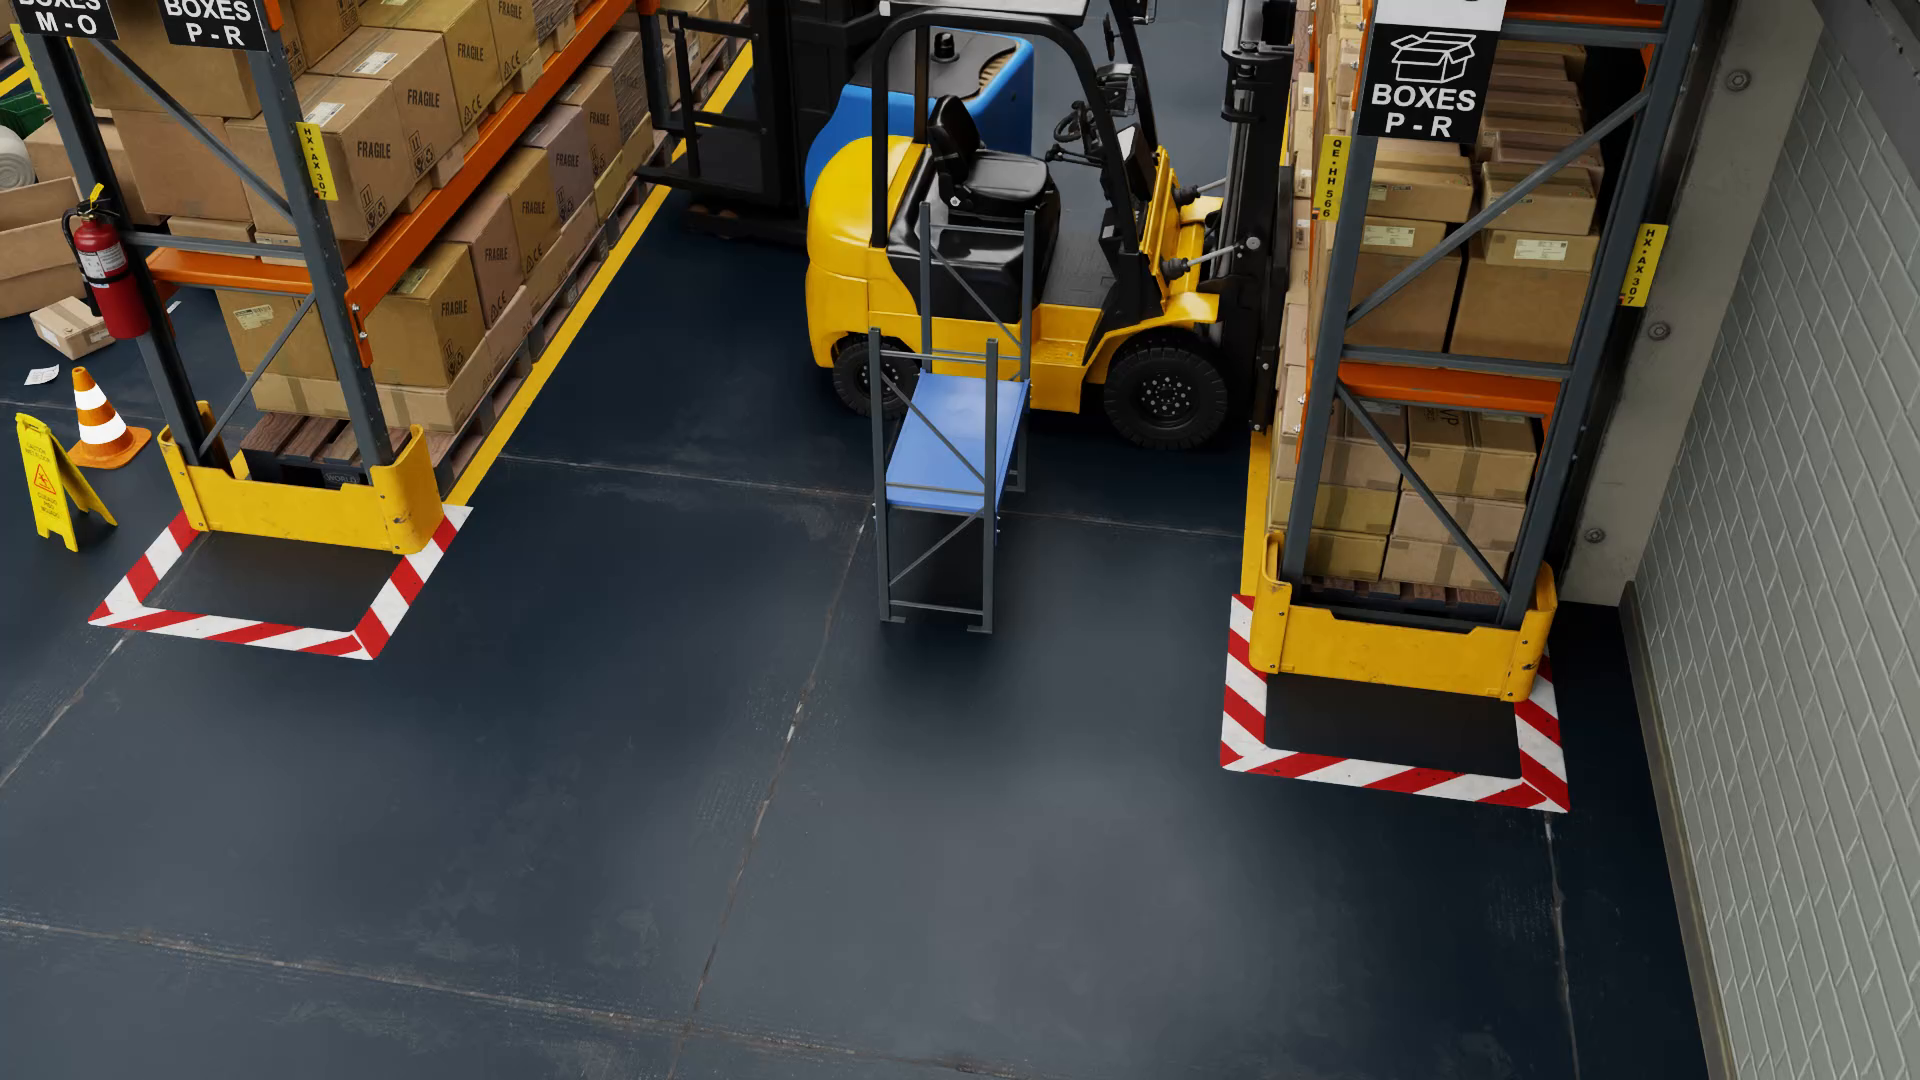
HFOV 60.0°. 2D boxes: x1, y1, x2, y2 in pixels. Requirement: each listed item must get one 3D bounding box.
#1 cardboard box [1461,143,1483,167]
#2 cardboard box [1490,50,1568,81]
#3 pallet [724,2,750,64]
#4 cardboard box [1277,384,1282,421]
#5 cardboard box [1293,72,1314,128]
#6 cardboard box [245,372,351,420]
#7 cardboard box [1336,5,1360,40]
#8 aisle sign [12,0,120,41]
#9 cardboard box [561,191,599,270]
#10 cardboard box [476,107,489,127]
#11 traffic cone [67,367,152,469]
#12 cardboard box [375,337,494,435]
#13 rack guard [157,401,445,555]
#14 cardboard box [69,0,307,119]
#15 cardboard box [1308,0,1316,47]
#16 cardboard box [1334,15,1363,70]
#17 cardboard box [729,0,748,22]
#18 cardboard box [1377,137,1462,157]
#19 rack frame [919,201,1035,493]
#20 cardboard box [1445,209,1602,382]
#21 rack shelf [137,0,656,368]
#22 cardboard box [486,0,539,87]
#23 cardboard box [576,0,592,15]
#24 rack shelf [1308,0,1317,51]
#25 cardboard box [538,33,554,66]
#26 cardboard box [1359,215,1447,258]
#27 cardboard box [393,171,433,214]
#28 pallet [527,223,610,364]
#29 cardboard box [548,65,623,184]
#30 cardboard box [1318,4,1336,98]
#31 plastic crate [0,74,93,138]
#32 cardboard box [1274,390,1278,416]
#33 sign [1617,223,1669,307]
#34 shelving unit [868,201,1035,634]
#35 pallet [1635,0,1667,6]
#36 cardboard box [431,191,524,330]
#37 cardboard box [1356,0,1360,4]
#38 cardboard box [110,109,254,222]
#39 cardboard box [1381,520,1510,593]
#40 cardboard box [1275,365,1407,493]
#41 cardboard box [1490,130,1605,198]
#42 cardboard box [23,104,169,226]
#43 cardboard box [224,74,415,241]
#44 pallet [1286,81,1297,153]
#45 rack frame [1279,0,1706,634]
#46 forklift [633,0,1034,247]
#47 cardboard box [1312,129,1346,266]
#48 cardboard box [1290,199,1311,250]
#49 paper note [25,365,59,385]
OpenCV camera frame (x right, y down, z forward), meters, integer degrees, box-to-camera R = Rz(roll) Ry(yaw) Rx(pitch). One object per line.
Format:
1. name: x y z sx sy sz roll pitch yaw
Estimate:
1. cardboard box: 2.182 -1.454 6.567 0.380 0.149 0.250 6 40 7
2. cardboard box: 2.294 -1.901 6.874 0.380 0.149 0.250 8 40 9
3. pallet: -2.018 -3.898 12.299 1.003 0.211 1.213 6 40 8
4. cardboard box: 1.711 -0.609 7.569 0.500 0.250 0.500 6 40 7
5. cardboard box: 2.137 -2.390 9.330 0.500 0.250 0.500 6 40 7
6. cardboard box: -3.173 -0.860 8.264 0.500 0.250 0.500 6 40 7
7. cardboard box: 1.928 -2.320 7.615 0.380 0.149 0.250 6 40 7
8. aisle sign: -3.349 -2.201 6.018 0.394 0.787 0.004 6 40 8
9. cardboard box: -2.372 -1.764 9.357 0.500 0.250 0.500 7 40 8
10. cardboard box: -2.547 -2.110 8.145 0.380 0.149 0.250 8 40 9
11. traffic cone: -4.248 -0.640 8.161 0.336 0.463 0.334 6 40 8
12. cardboard box: -2.640 -0.784 8.172 0.500 0.250 0.500 6 40 7
13. rack guard: -3.039 -0.290 7.709 1.175 0.500 0.348 6 40 8
14. cardboard box: -3.179 -2.089 6.826 0.700 0.500 0.500 5 40 7
15. cardboard box: 2.879 -3.705 11.411 0.875 0.625 0.625 5 40 6
16. cardboard box: 1.814 -2.124 7.144 0.380 0.149 0.250 7 40 9
17. cardboard box: -2.032 -4.083 12.067 0.950 0.372 0.625 8 40 9
18. cardboard box: 1.704 -1.470 6.353 0.380 0.149 0.250 6 40 8
19. rack frame: 0.073 -0.844 7.593 0.500 1.500 0.032 6 40 8
20. cardboard box: 2.196 -0.980 6.502 0.500 0.500 0.500 8 40 9
21. rack shelf: -2.706 -2.184 8.602 1.077 0.370 4.000 6 40 8
22. cardboard box: -2.444 -2.591 8.218 0.500 0.500 0.500 6 40 7
23. cardboard box: -2.274 -3.072 9.308 0.380 0.149 0.250 7 40 8
24. rack shelf: 2.876 -4.149 10.979 1.077 0.370 4.000 6 40 8
25. cardboard box: -2.362 -2.589 8.724 0.380 0.149 0.250 6 40 7
26. cardboard box: 1.621 -1.198 6.257 0.380 0.149 0.250 7 40 8
27. cardboard box: -2.634 -1.617 7.549 0.380 0.149 0.250 5 40 6
28. pallet: -2.650 -1.448 9.336 1.003 0.211 1.213 6 40 8
29. cardboard box: -2.284 -2.387 9.523 0.500 0.500 0.500 7 40 8
30. cardboard box: 2.035 -2.313 8.116 0.500 0.500 0.500 6 40 7
31. plastic crate: -5.993 -2.883 11.045 0.450 0.188 0.662 20 43 37
32. cardboard box: 1.798 -0.717 8.091 0.500 0.250 0.500 7 40 8
33. sign: 2.383 -0.960 5.816 0.100 0.325 0.005 6 40 8
34. shelving unit: -0.015 -0.524 7.207 0.538 1.500 1.048 6 40 8
35. pallet: 1.985 -2.224 5.801 1.003 0.211 1.213 6 40 8
36. cardboard box: -2.551 -1.416 8.349 0.500 0.500 0.500 5 40 6
37. cardboard box: 2.037 -2.590 7.707 0.380 0.149 0.250 6 40 7
38. cardboard box: -3.230 -1.730 7.176 0.500 0.500 0.500 6 40 7
39. cardboard box: 2.115 -0.050 7.284 0.500 0.250 0.500 7 40 8
40. cardboard box: 1.610 -0.472 7.010 0.500 0.250 0.500 8 40 9
41. cardboard box: 2.213 -1.411 6.282 0.380 0.149 0.250 8 40 9
42. cardboard box: -5.088 -2.265 9.989 0.797 0.637 0.503 6 40 8
43. cardboard box: -2.697 -1.626 7.050 0.500 0.500 0.500 6 40 7
44. pallet: 2.618 -2.563 10.684 1.003 0.211 1.213 6 40 8
45. rack frame: 1.837 -0.661 6.195 1.000 3.000 0.127 6 40 8
46. forklift: -1.133 -3.222 9.347 3.031 2.935 1.130 13 41 16
47. cardboard box: 1.763 -1.362 6.965 0.500 0.500 0.500 8 40 9
48. cardboard box: 1.865 -1.428 8.166 0.500 0.250 0.500 6 40 7
49. paper note: -4.849 -0.874 8.783 0.148 0.019 0.142 -6 40 -8
